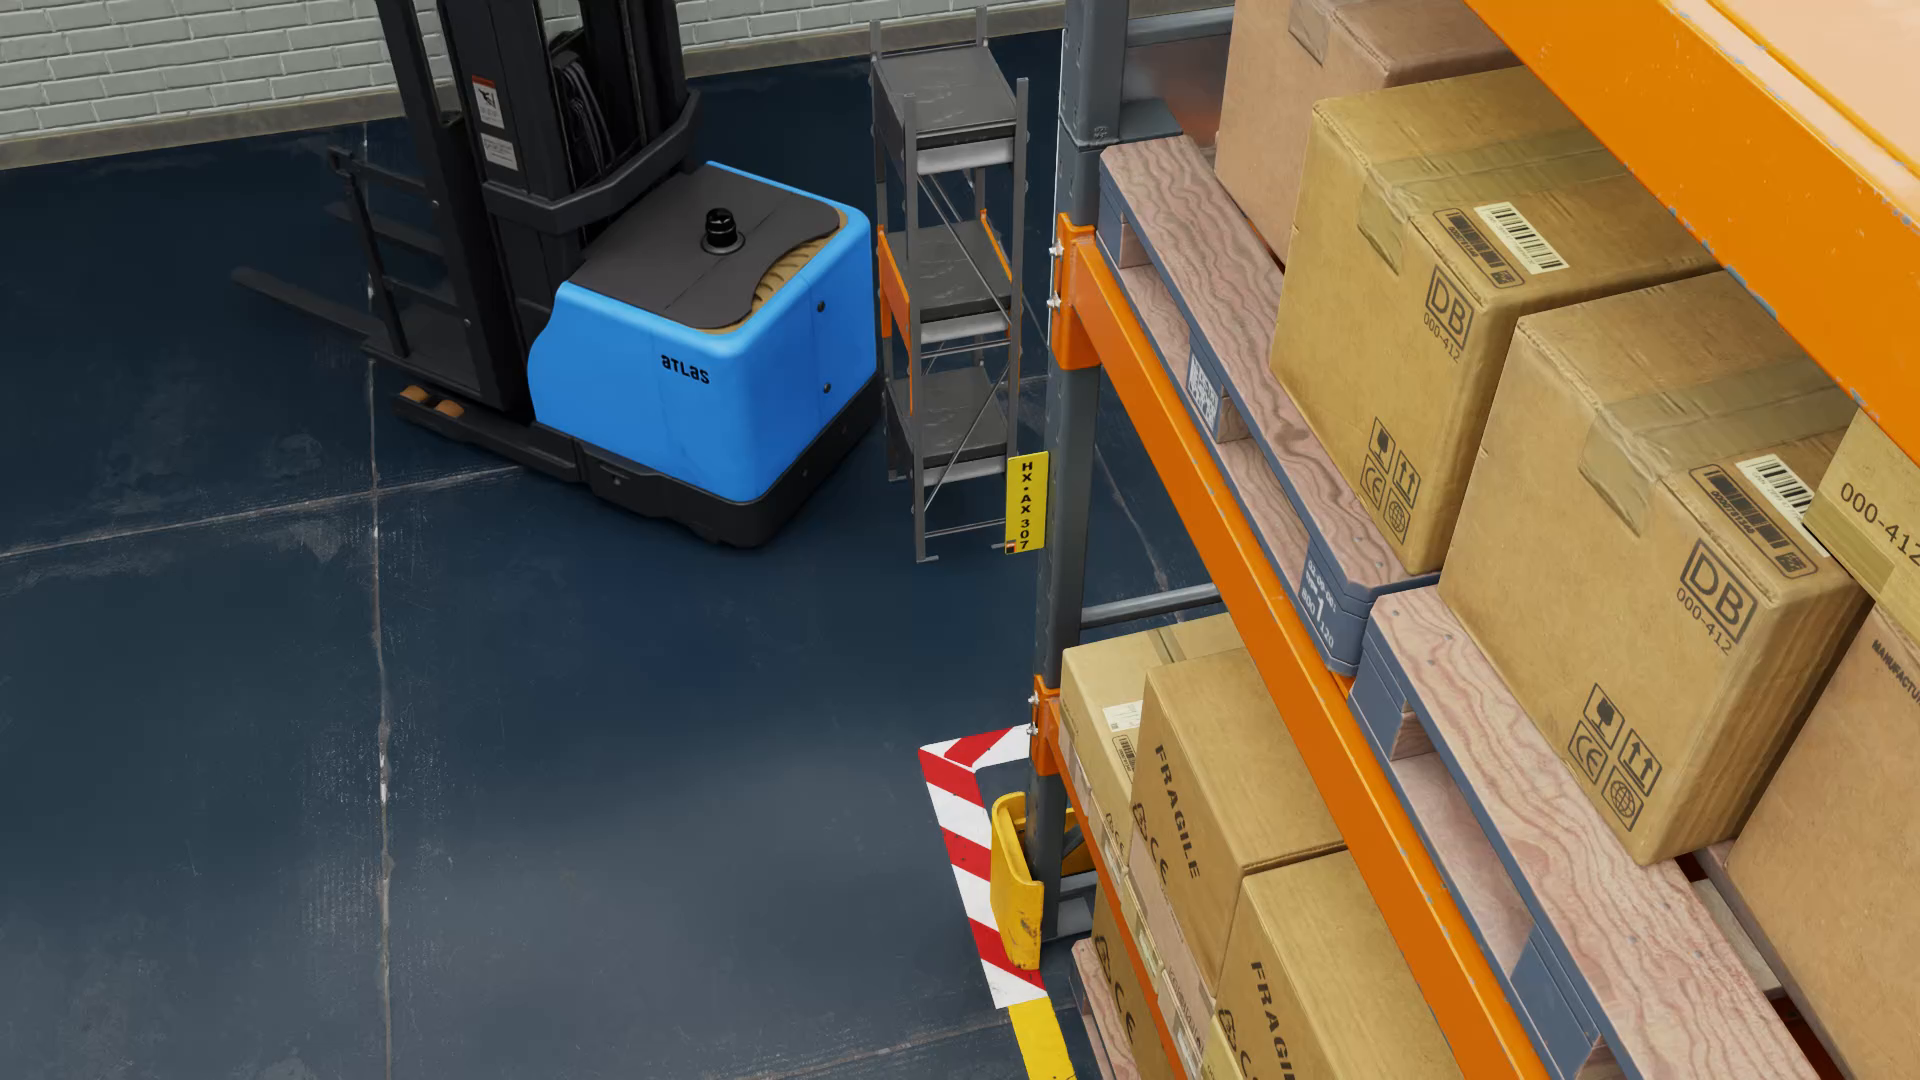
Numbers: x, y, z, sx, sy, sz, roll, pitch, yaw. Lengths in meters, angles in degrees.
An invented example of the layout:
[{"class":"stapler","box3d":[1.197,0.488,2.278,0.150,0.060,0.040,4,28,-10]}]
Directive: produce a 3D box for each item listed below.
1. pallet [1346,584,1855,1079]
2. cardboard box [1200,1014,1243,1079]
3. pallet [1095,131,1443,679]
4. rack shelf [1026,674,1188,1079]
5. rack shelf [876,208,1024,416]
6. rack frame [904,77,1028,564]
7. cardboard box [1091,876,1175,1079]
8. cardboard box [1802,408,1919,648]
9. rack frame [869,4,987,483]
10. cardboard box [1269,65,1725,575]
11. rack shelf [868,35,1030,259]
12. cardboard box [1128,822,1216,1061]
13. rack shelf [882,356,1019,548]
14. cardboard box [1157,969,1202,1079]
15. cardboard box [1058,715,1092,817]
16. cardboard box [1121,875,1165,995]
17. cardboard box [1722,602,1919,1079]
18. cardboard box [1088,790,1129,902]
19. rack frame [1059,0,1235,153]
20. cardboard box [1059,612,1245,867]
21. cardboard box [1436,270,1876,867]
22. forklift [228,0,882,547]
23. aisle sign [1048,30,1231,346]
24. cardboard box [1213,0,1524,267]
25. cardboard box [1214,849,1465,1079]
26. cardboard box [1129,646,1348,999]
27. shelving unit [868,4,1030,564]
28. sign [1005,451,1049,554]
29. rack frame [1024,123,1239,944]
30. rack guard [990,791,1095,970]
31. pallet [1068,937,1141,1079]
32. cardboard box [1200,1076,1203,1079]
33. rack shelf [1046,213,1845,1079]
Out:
[{"class":"pallet","box3d":[1.217,0.481,2.140,1.003,0.211,1.213,-11,47,-10]},{"class":"cardboard box","box3d":[0.827,1.180,3.390,0.500,0.250,0.500,-12,47,-12]},{"class":"pallet","box3d":[0.901,-0.363,2.967,1.003,0.211,1.213,-11,47,-10]},{"class":"rack shelf","box3d":[1.213,1.778,3.411,1.077,0.370,4.000,-11,47,-10]},{"class":"rack shelf","box3d":[-0.042,-0.840,6.122,0.431,0.518,0.480,-11,47,-10]},{"class":"rack frame","box3d":[0.020,-0.681,5.947,0.400,2.100,0.015,-11,47,-10]},{"class":"cardboard box","box3d":[0.942,1.170,4.697,0.875,0.875,0.875,-11,47,-10]},{"class":"cardboard box","box3d":[1.208,0.013,1.578,0.500,0.250,0.500,-12,47,-12]},{"class":"rack frame","box3d":[-0.105,-1.018,6.277,0.400,2.100,0.015,-11,47,-10]},{"class":"cardboard box","box3d":[0.913,-0.362,2.470,0.700,0.500,0.500,-12,47,-12]},{"class":"rack shelf","box3d":[-0.042,-1.330,5.622,0.431,0.518,0.480,-11,47,-10]},{"class":"cardboard box","box3d":[0.702,0.832,3.731,0.500,0.250,0.500,-11,47,-11]},{"class":"rack shelf","box3d":[-0.042,-0.350,6.622,0.431,0.518,0.480,-11,47,-10]},{"class":"cardboard box","box3d":[0.673,1.072,3.775,0.380,0.149,0.250,-11,47,-11]},{"class":"cardboard box","box3d":[0.473,0.539,4.297,0.380,0.149,0.250,-10,46,-10]},{"class":"cardboard box","box3d":[0.606,0.893,3.951,0.380,0.149,0.250,-12,47,-11]},{"class":"cardboard box","box3d":[1.336,0.352,1.770,0.700,0.500,0.500,-9,46,-9]},{"class":"cardboard box","box3d":[0.540,0.716,4.124,0.380,0.149,0.250,-11,47,-11]},{"class":"rack frame","box3d":[0.701,-1.954,2.364,1.000,3.000,0.127,-11,47,-10]},{"class":"cardboard box","box3d":[0.563,0.475,4.081,0.500,0.250,0.500,-12,47,-11]},{"class":"cardboard box","box3d":[1.092,-0.013,2.129,0.700,0.500,0.500,-14,47,-13]},{"class":"forklift","box3d":[-1.877,-1.771,6.433,3.031,2.935,1.130,22,49,20]},{"class":"aisle sign","box3d":[0.392,-0.759,3.574,0.394,0.787,0.004,-11,47,-10]},{"class":"cardboard box","box3d":[0.886,-0.772,2.872,0.700,0.500,0.500,-13,47,-13]},{"class":"cardboard box","box3d":[0.829,0.914,3.126,0.500,0.500,0.500,-12,47,-11]},{"class":"cardboard box","box3d":[0.691,0.557,3.475,0.500,0.500,0.500,-12,47,-11]},{"class":"shelving unit","box3d":[-0.042,-0.849,6.112,0.431,2.100,0.503,-11,47,-10]},{"class":"sign","box3d":[0.163,-0.088,4.074,0.100,0.325,0.005,-11,47,-10]},{"class":"rack frame","box3d":[0.701,0.146,4.507,1.000,3.000,0.127,-11,47,-10]},{"class":"rack guard","box3d":[0.695,1.004,5.416,1.175,0.500,0.348,-11,47,-10]},{"class":"pallet","box3d":[0.981,1.659,4.976,1.003,0.211,1.213,-11,47,-10]},{"class":"cardboard box","box3d":[0.737,1.248,3.603,0.380,0.149,0.250,-12,47,-11]},{"class":"rack shelf","box3d":[1.213,0.728,2.340,1.077,0.370,4.000,-11,47,-10]}]
